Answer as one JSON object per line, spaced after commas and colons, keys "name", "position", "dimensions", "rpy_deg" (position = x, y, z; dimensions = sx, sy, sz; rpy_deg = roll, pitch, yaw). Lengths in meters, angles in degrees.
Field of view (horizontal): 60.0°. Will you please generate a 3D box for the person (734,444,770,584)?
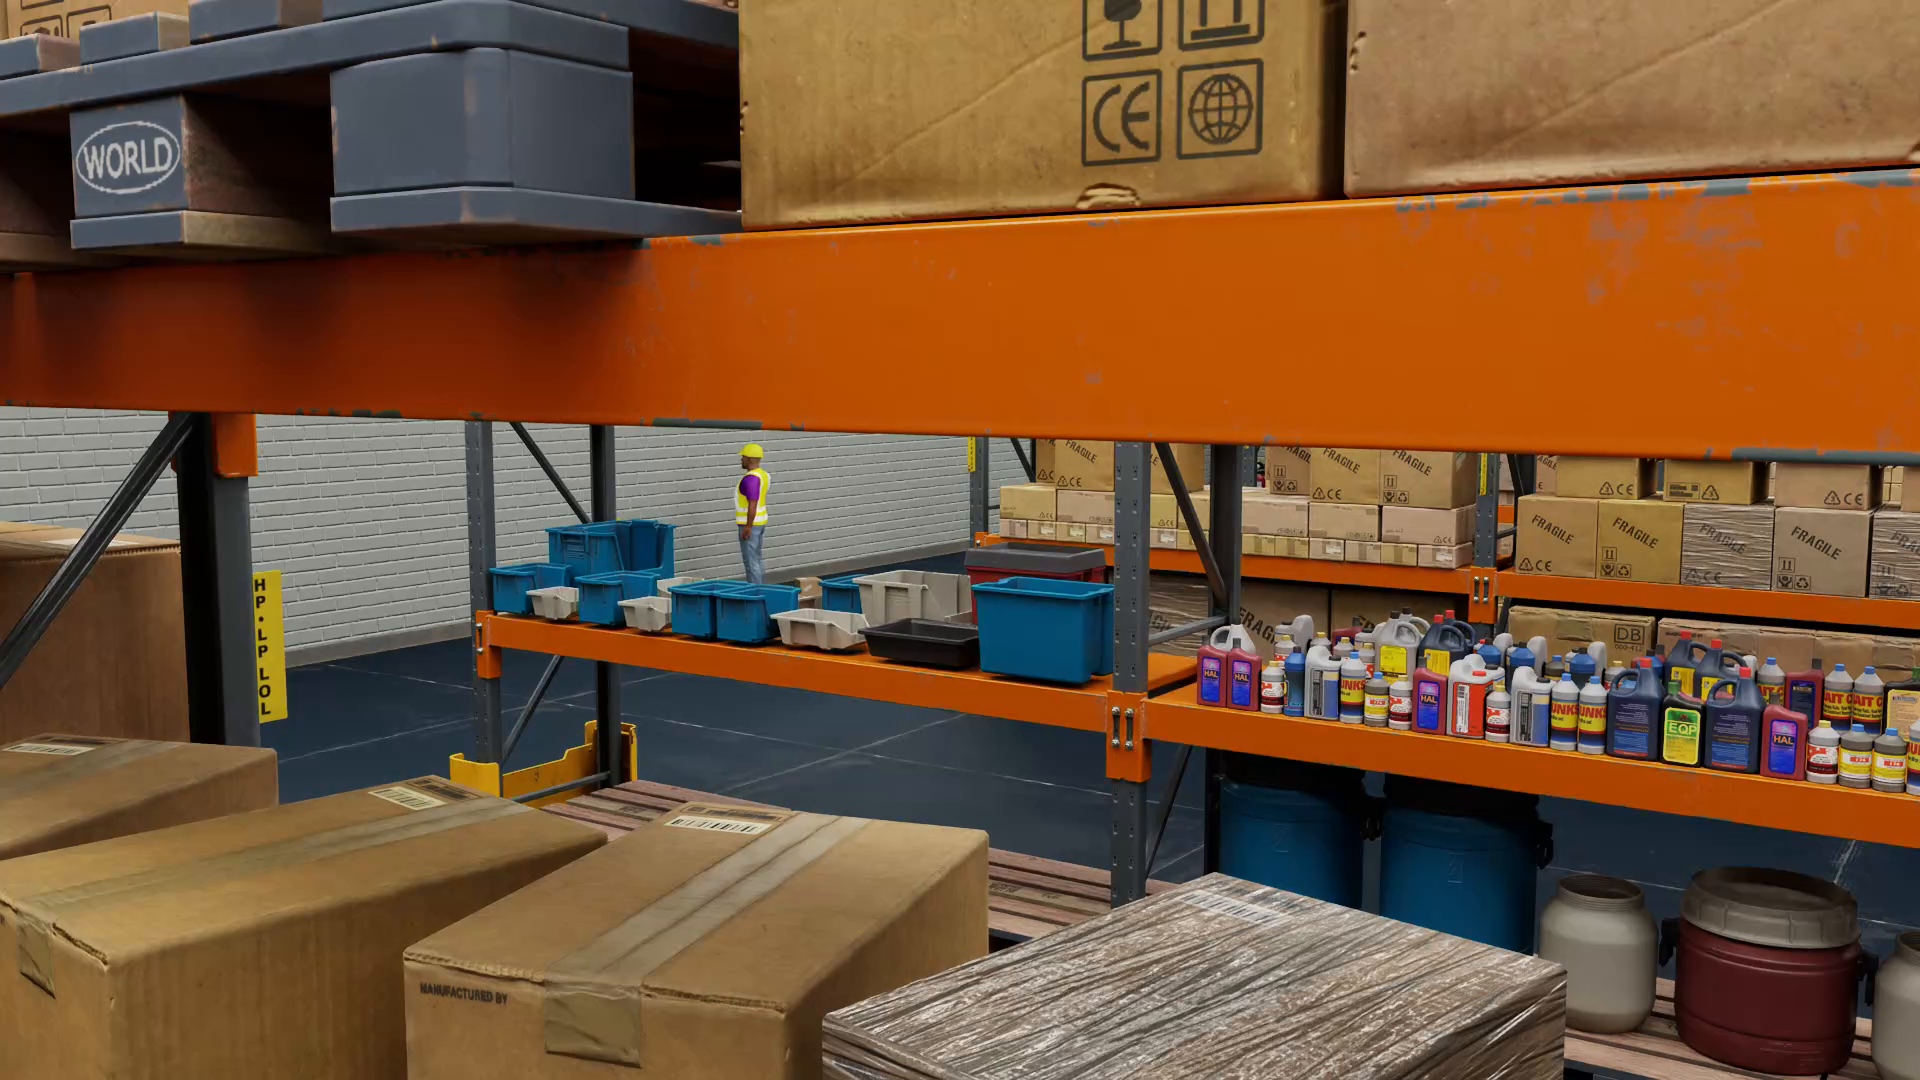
{"name": "person", "position": [-2.286, -0.161, 18.124], "dimensions": [0.377, 1.772, 0.564], "rpy_deg": [1, 6, 7]}
